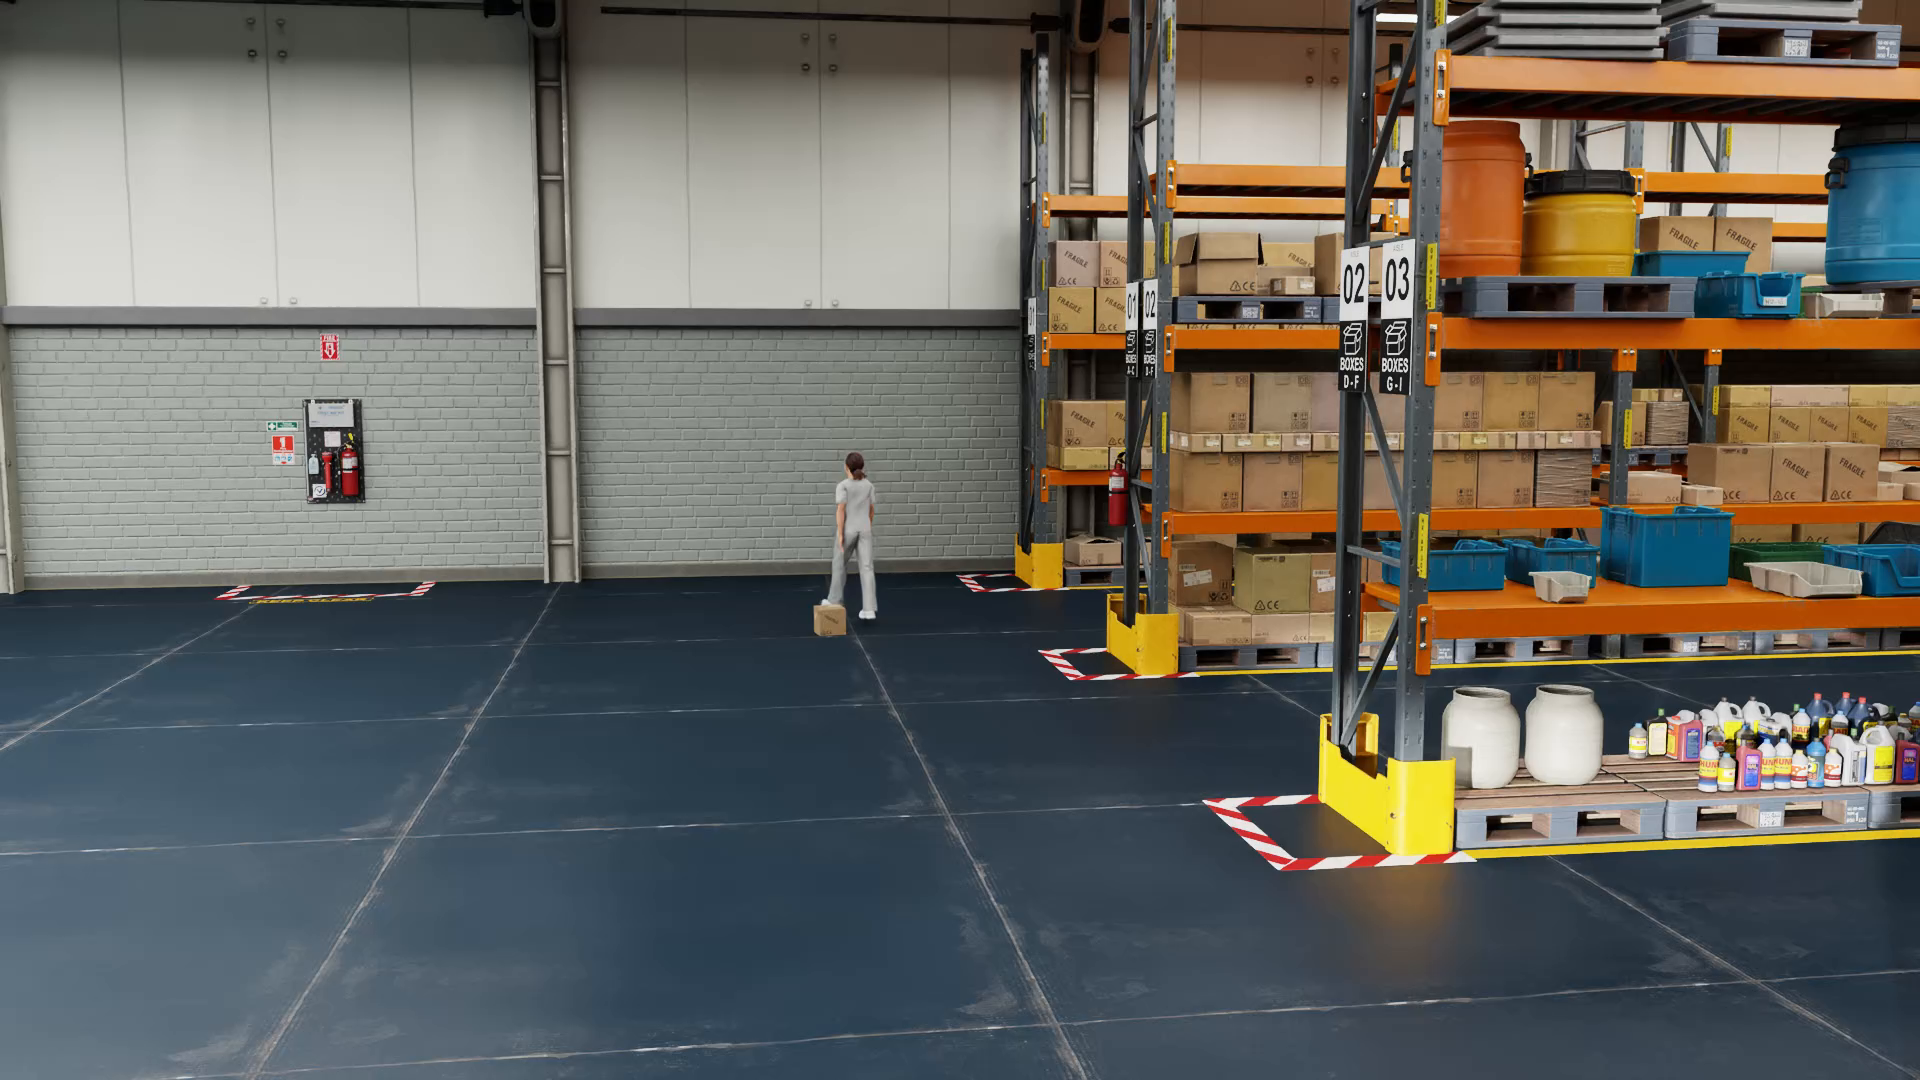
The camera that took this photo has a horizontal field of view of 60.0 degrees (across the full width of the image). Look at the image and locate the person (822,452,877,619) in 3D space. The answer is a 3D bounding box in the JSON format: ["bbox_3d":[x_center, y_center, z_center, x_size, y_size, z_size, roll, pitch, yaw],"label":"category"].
[{"bbox_3d":[-1.042,-0.065,16.332,0.446,1.594,1.042,-3,7,-22],"label":"person"}]
